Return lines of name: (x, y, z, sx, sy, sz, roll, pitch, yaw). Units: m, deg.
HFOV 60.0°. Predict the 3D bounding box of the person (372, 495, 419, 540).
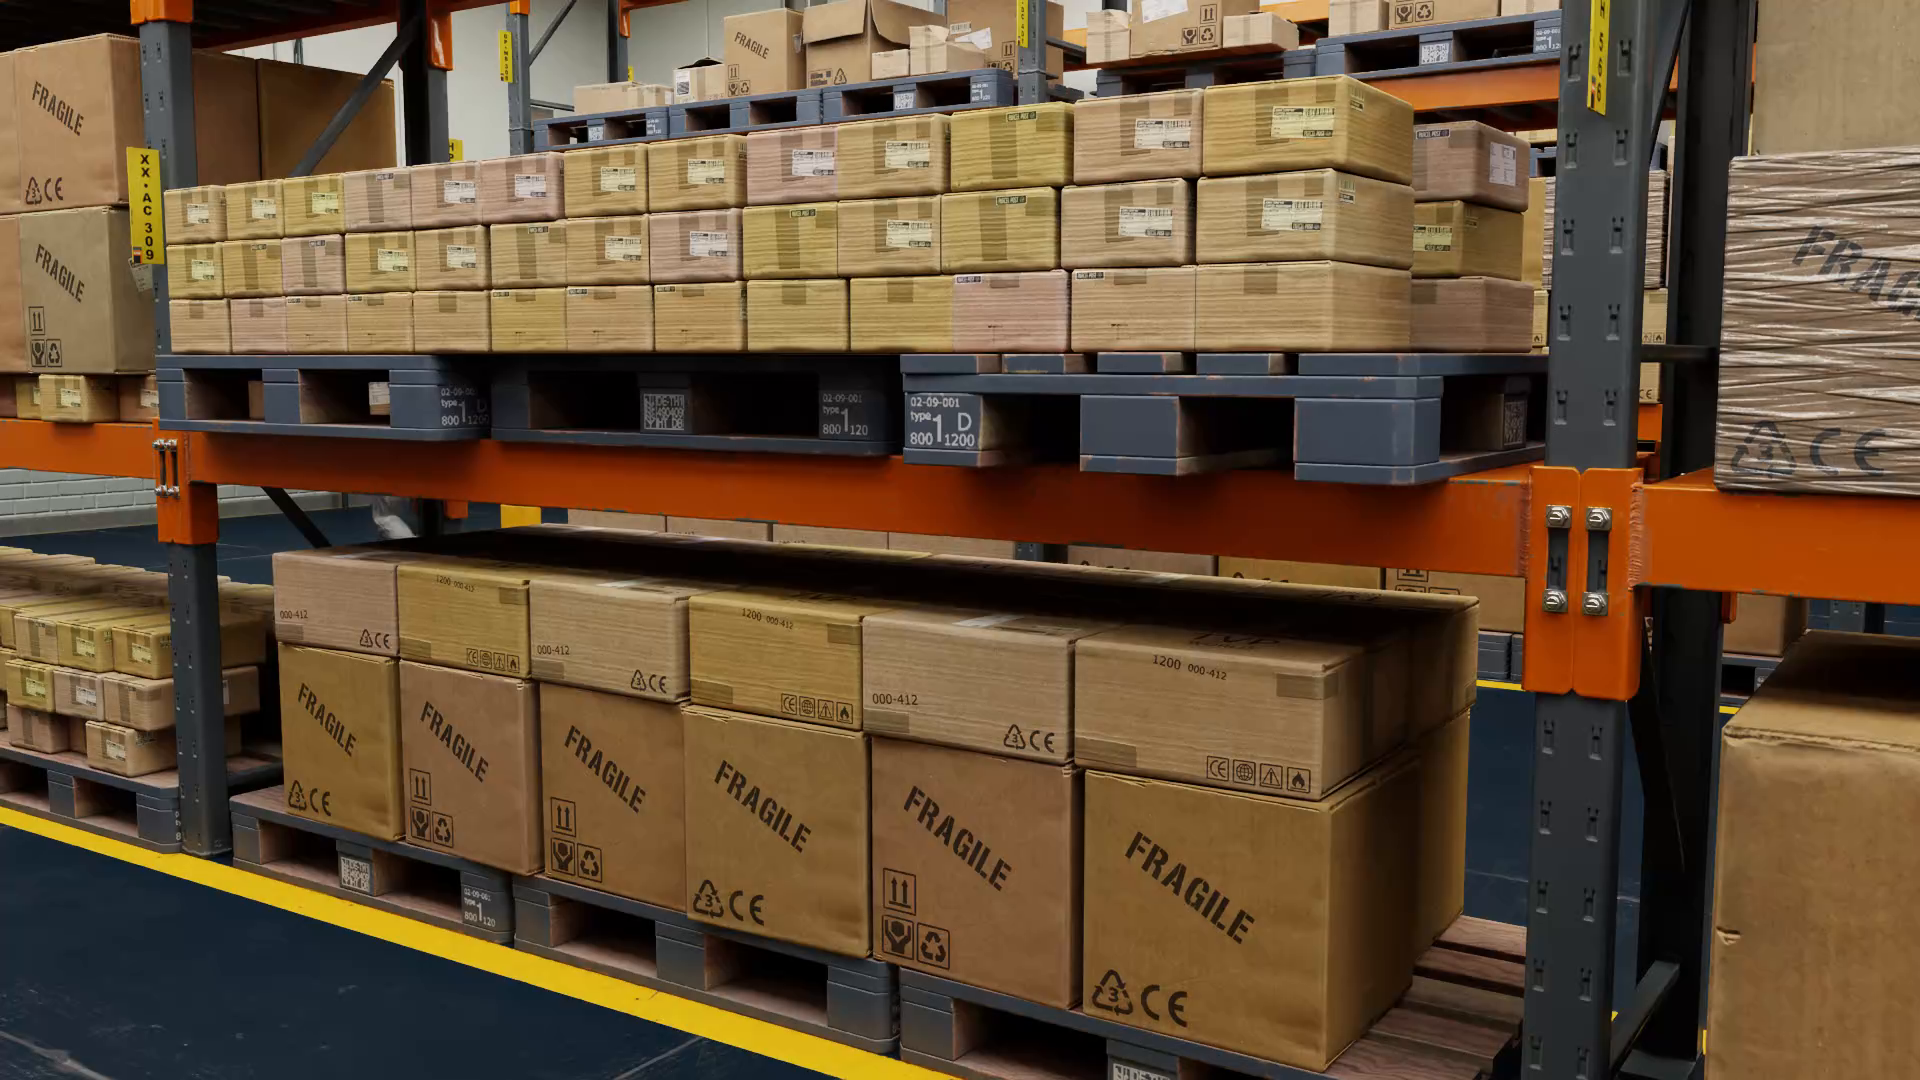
person: (-3.309, -0.511, 10.130, 0.534, 1.762, 0.556, -6, 8, -42)
